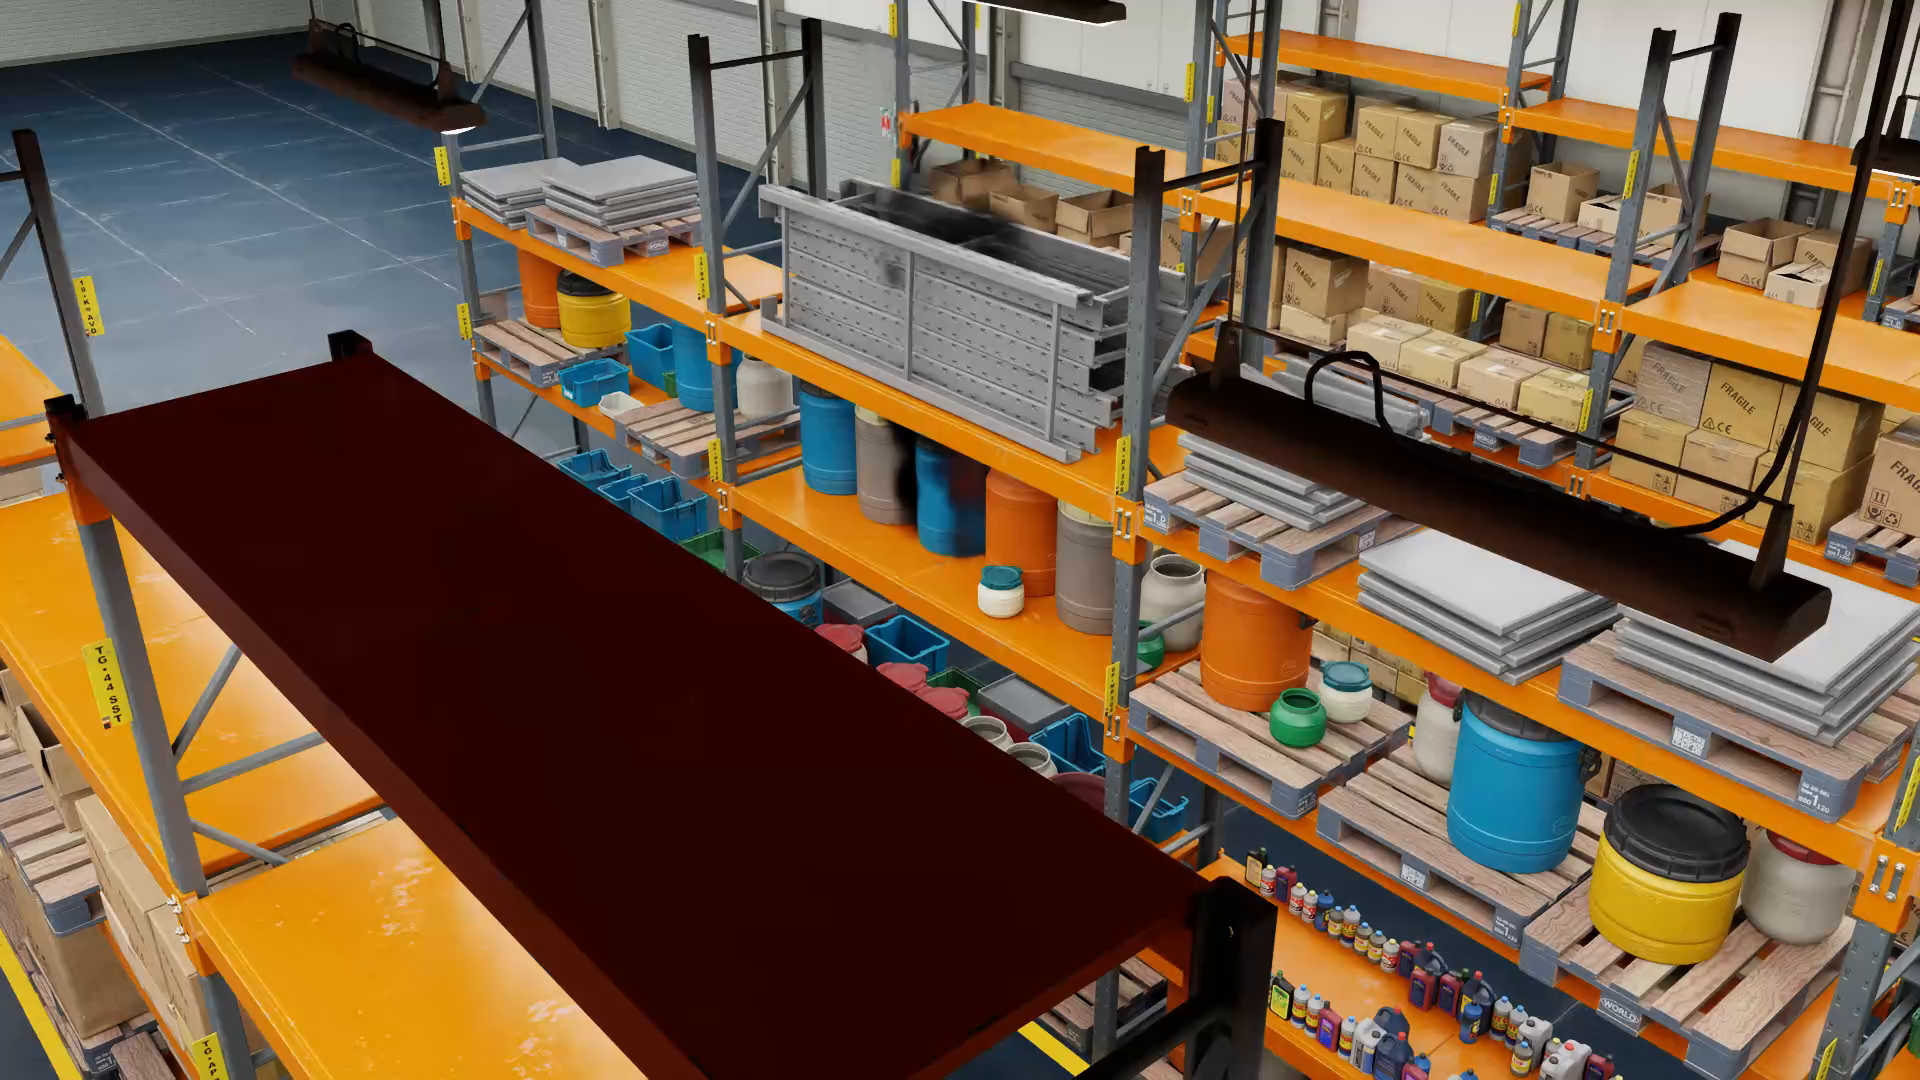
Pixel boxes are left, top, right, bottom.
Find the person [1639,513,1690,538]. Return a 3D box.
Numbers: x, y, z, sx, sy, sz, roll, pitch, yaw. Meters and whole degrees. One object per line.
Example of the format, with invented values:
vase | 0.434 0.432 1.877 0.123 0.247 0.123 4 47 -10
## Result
person | 6.522 0.146 15.375 0.757 1.847 0.724 24 35 39
